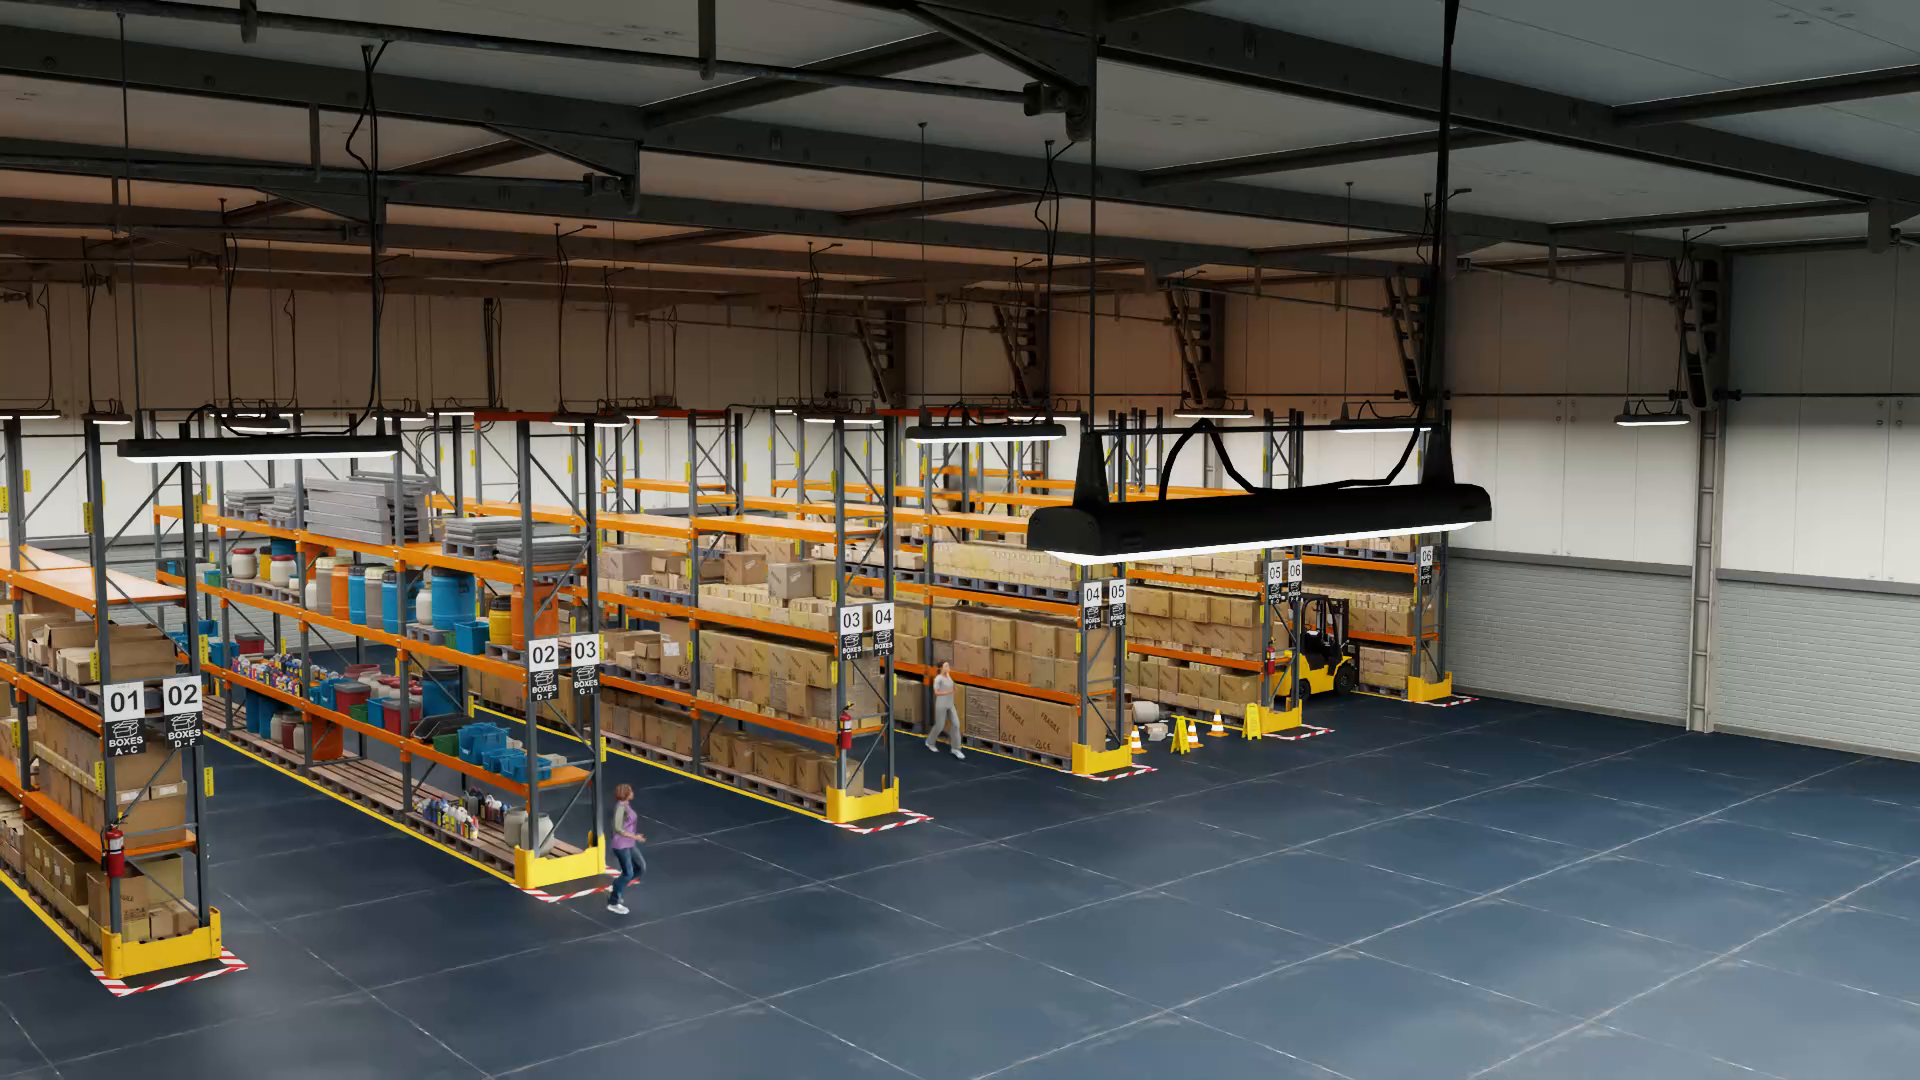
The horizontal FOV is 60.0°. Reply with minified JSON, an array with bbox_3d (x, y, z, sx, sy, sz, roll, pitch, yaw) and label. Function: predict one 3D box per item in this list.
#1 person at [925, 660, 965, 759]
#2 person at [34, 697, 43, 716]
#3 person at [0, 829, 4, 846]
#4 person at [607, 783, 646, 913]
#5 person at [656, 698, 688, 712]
[{"bbox_3d":[-0.278,2.931,29.035,0.841,1.705,0.555,5,7,43],"label":"person"},{"bbox_3d":[-17.228,2.753,30.847,0.822,1.847,0.703,4,6,38],"label":"person"},{"bbox_3d":[-11.417,3.766,19.211,0.666,1.745,0.788,-4,6,-38],"label":"person"},{"bbox_3d":[-4.084,3.766,20.440,0.494,1.567,0.550,0,5,-1],"label":"person"},{"bbox_3d":[-5.618,2.649,32.627,0.923,1.662,0.606,5,7,42],"label":"person"}]
